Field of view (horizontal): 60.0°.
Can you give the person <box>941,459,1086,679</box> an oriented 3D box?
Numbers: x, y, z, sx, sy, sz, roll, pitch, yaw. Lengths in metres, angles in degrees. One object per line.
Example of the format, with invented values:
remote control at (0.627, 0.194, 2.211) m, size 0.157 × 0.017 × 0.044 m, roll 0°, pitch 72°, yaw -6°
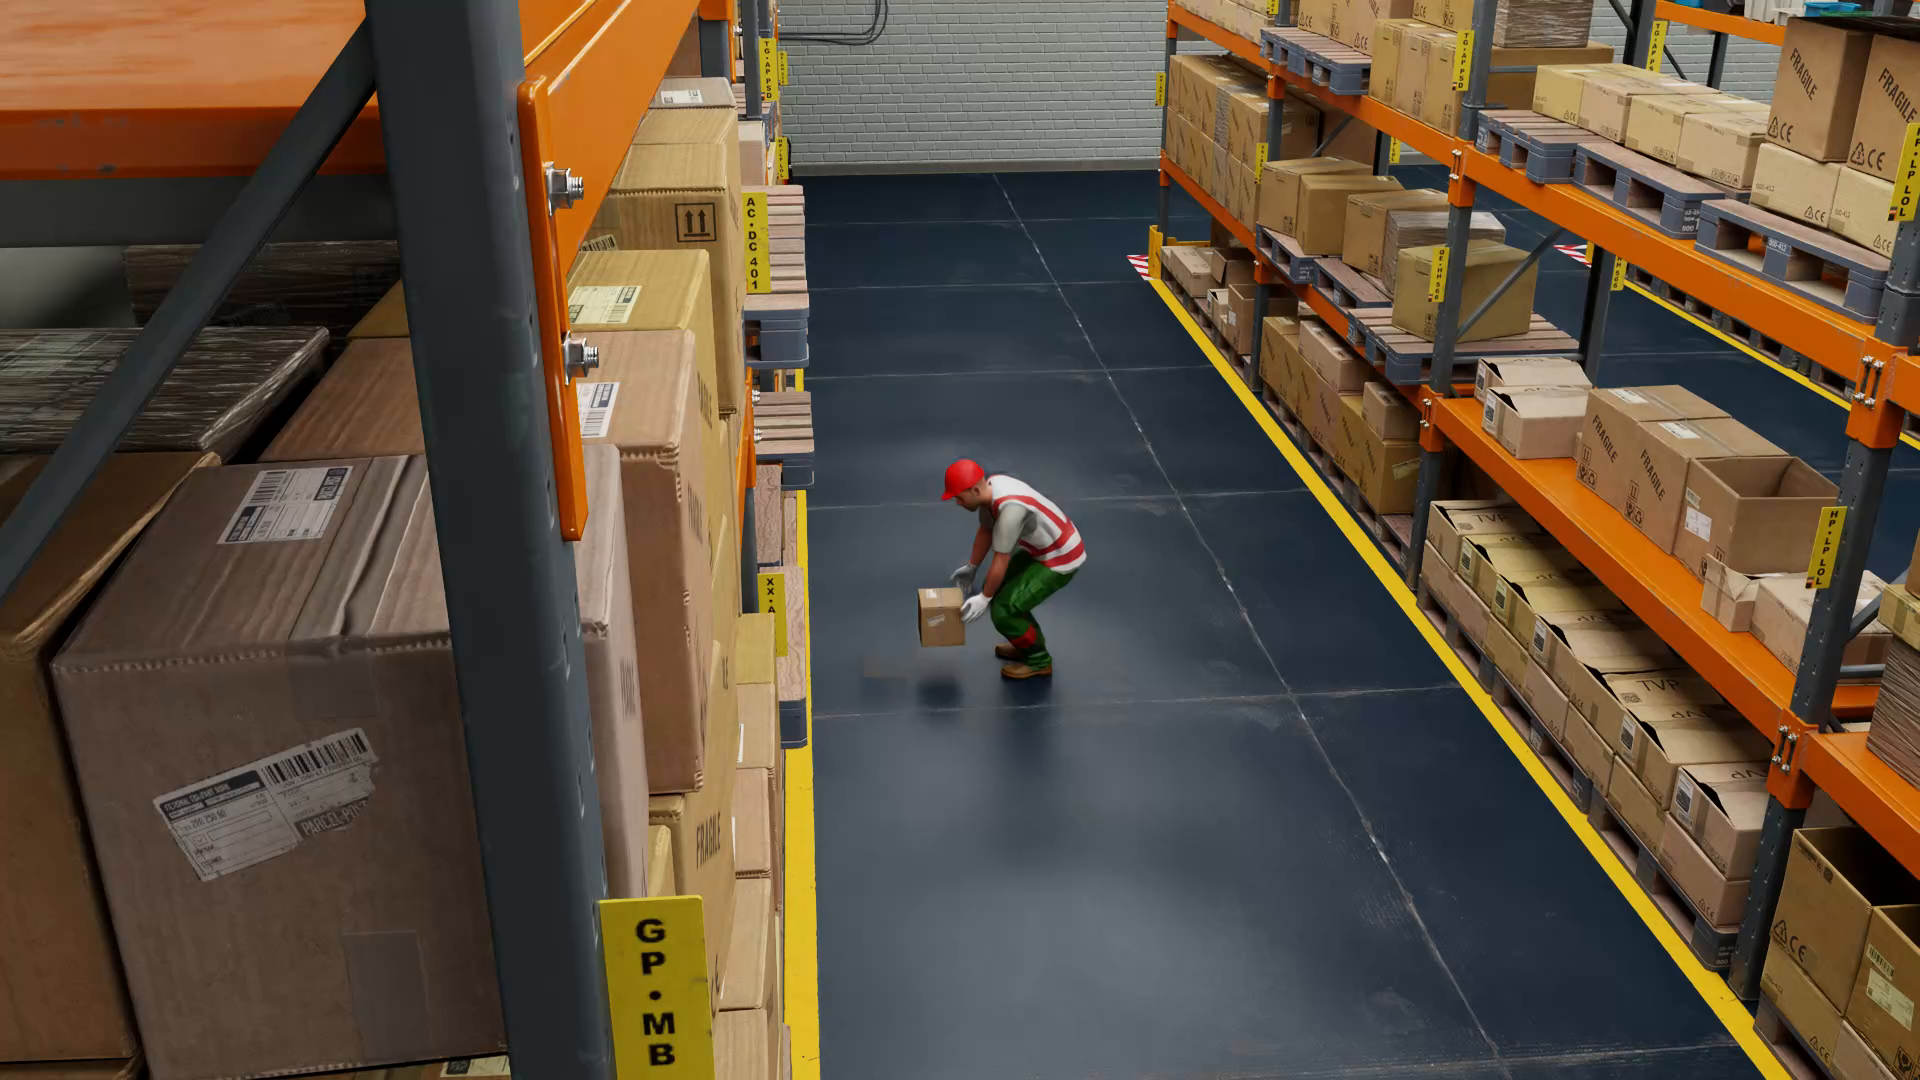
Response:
person at (0.302, 0.148, 9.350) m, size 0.816 × 1.295 × 0.585 m, roll -2°, pitch 24°, yaw -5°
